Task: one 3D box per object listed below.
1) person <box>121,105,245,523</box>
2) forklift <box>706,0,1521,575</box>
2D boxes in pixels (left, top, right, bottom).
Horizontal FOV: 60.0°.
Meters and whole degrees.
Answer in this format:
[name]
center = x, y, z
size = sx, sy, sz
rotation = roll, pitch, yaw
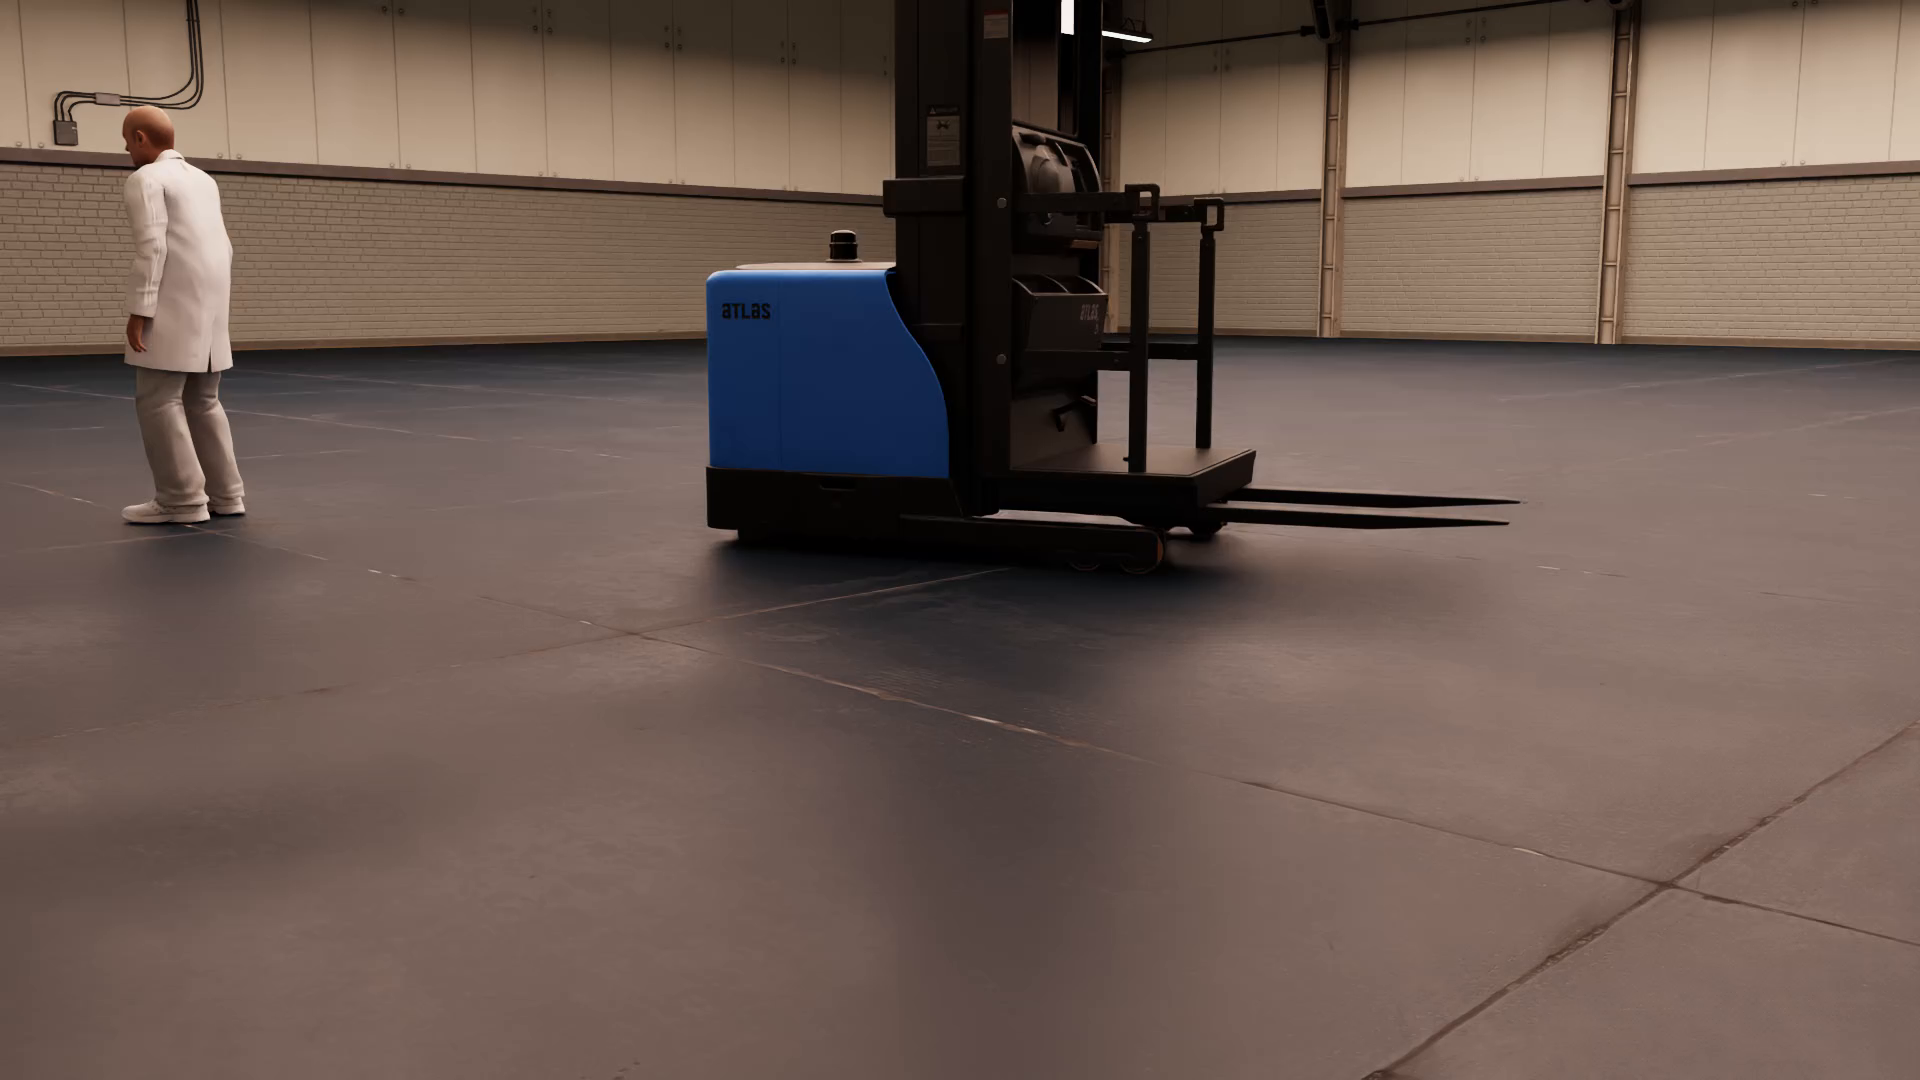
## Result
[person]
center = -3.397, -0.969, 7.200
size = 0.436, 1.772, 0.644
rotation = 1, 9, 9
[forklift]
center = 0.565, -1.416, 6.275
size = 3.031, 2.935, 1.130
rotation = 3, 9, 22
